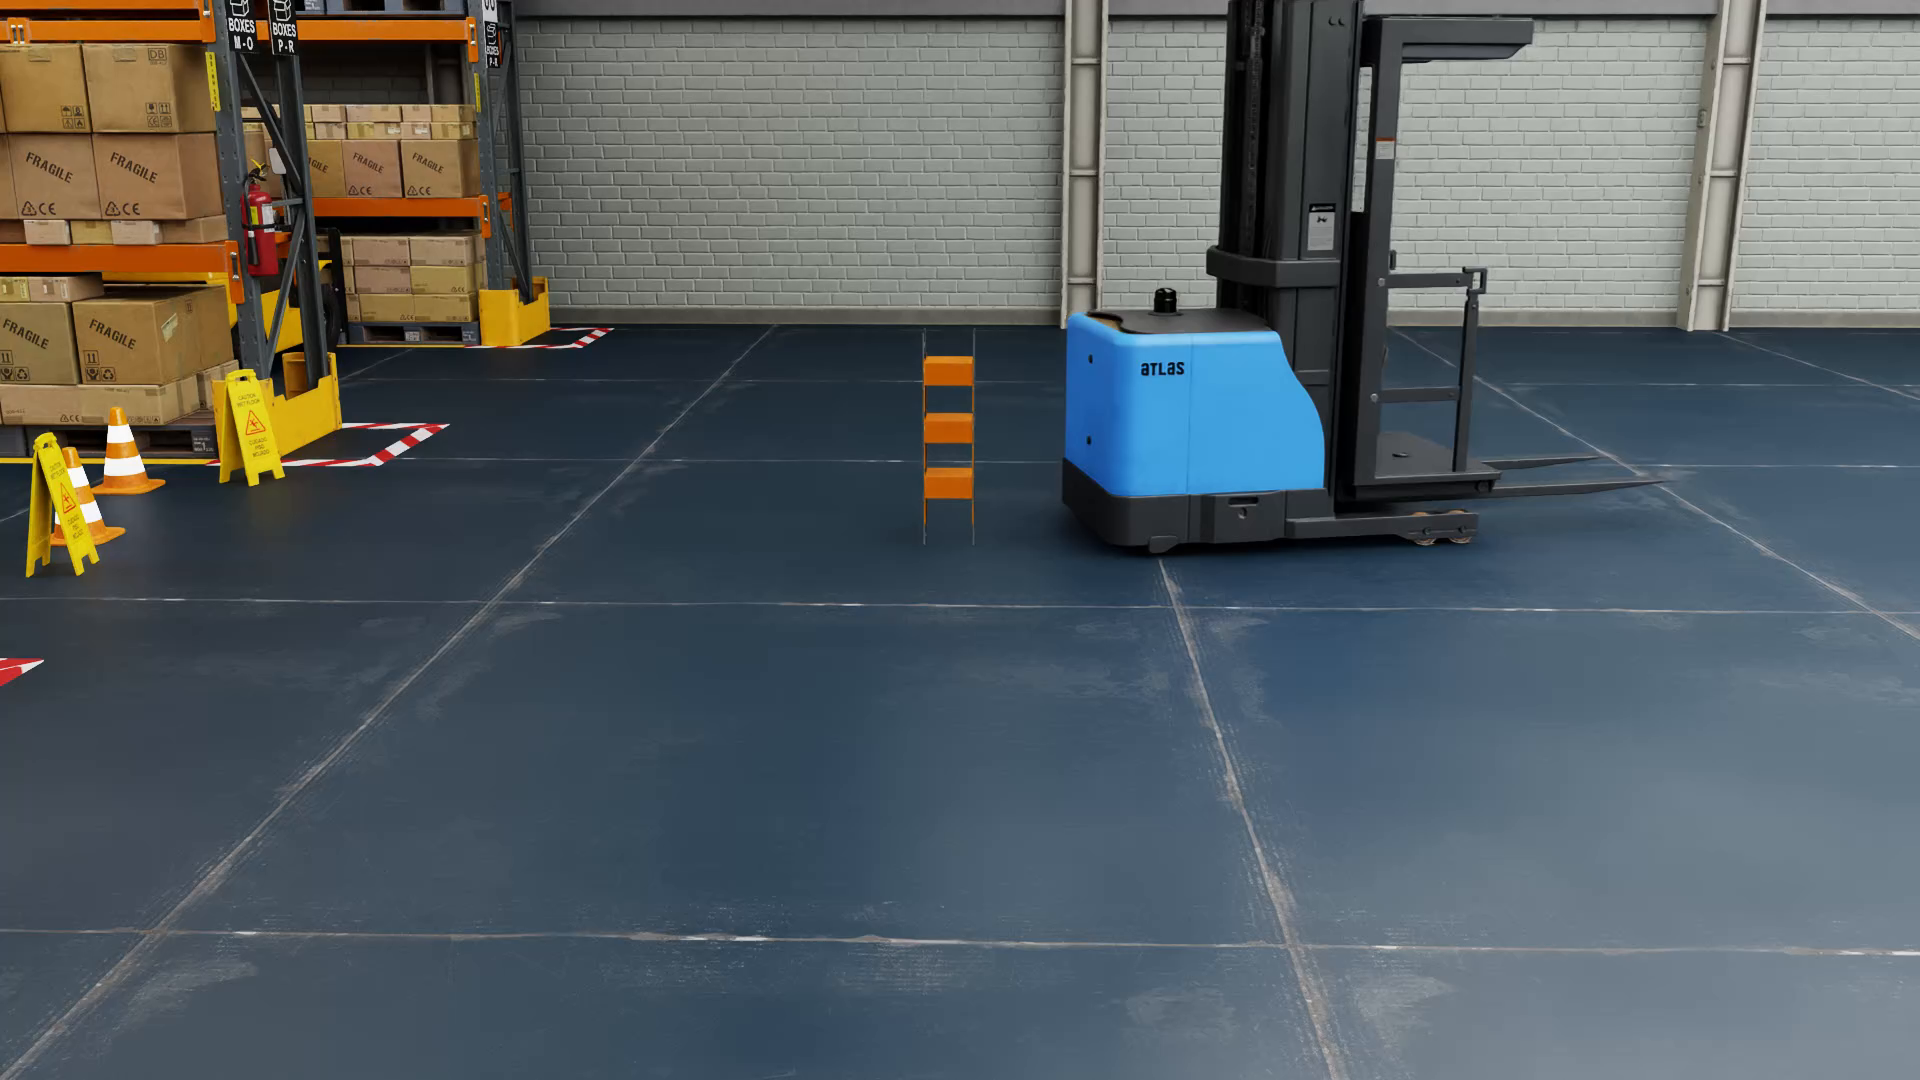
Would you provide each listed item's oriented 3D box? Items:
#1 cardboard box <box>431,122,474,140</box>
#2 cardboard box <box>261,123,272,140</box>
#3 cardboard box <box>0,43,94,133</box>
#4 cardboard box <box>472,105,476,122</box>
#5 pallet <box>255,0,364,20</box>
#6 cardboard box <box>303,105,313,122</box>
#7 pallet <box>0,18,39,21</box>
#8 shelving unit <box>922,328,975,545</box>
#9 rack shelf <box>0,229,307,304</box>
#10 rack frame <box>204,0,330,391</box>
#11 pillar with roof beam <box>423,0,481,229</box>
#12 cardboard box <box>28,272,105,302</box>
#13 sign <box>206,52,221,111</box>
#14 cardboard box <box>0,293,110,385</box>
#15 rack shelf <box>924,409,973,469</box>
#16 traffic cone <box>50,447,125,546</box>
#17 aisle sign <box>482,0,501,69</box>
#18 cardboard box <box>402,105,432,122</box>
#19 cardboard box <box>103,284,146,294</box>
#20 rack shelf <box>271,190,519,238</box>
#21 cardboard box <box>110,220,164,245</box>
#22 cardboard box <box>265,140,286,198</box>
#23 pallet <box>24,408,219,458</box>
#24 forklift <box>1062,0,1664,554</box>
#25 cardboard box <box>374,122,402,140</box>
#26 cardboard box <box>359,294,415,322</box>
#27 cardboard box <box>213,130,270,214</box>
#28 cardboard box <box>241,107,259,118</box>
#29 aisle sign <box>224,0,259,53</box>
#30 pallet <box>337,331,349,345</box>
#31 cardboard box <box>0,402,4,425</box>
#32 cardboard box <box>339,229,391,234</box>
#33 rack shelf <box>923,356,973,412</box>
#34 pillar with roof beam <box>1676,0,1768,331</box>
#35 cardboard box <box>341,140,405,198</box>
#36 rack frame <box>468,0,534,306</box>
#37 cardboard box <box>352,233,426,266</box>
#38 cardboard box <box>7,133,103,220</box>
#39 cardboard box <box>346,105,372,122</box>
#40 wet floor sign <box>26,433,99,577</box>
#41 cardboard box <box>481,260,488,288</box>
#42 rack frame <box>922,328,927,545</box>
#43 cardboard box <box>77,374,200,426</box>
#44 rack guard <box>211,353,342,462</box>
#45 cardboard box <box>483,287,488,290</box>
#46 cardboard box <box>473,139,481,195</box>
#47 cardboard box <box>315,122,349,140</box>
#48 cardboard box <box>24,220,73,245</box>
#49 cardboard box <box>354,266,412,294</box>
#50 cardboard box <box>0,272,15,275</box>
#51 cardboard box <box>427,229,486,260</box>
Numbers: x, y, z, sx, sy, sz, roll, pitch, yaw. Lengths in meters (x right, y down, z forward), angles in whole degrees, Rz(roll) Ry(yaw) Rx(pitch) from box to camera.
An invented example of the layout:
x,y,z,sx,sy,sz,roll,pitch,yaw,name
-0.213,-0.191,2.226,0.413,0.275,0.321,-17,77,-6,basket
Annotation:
x,y,z,sx,sy,sz,roll,pitch,yaw,name
-4.504,-3.631,14.754,0.250,0.149,0.380,1,15,2,cardboard box
-6.034,-3.658,14.855,0.250,0.149,0.380,0,15,1,cardboard box
-5.295,-2.701,9.957,0.500,0.500,0.700,1,15,2,cardboard box
-4.480,-3.900,15.193,0.250,0.149,0.380,0,15,0,cardboard box
-6.079,-4.764,14.810,1.213,0.211,1.003,0,15,1,pallet
-5.792,-3.775,14.718,0.250,0.149,0.380,1,15,3,cardboard box
-9.031,-4.724,14.862,1.217,0.209,0.805,0,15,-1,pallet
-0.053,-0.508,8.207,0.252,1.050,0.215,0,15,1,shelving unit
-6.273,-1.737,10.455,4.000,0.370,1.077,0,15,1,rack shelf
-4.273,-2.072,10.314,0.127,3.000,1.000,0,15,1,rack frame
-4.933,-5.375,11.074,0.400,9.000,9.100,0,15,1,pillar with roof beam
-5.449,-1.546,10.145,0.250,0.149,0.380,1,15,3,cardboard box
-4.307,-2.643,9.590,0.005,0.325,0.100,0,15,1,sign
-5.603,-1.250,10.293,0.500,0.500,0.500,1,15,4,cardboard box
-0.053,-0.498,8.210,0.240,0.259,0.215,0,15,1,rack shelf
-4.424,-0.234,8.320,0.334,0.463,0.336,0,15,1,traffic cone
-4.092,-4.520,14.495,0.004,0.787,0.394,0,15,1,aisle sign
-4.761,-3.786,14.760,0.250,0.149,0.380,0,15,2,cardboard box
-5.619,-1.386,10.811,0.500,0.500,0.500,0,15,-1,cardboard box
-6.149,-3.003,15.253,4.000,0.370,1.077,0,15,1,rack shelf
-4.909,-1.872,10.047,0.250,0.149,0.380,0,15,1,cardboard box
-6.182,-3.332,14.893,0.500,0.500,0.500,0,15,2,cardboard box
-5.160,-0.739,10.726,1.213,0.211,1.003,0,15,1,pallet
2.110,-1.518,8.350,3.031,2.935,1.130,-3,15,-11,forklift
-5.018,-3.642,14.797,0.250,0.149,0.380,1,15,2,cardboard box
-5.125,-2.140,15.137,0.500,0.250,0.500,0,15,1,cardboard box
-4.740,-2.338,10.543,0.500,0.500,0.500,0,15,1,cardboard box
-6.298,-3.807,14.838,0.250,0.149,0.380,0,15,2,cardboard box
-4.219,-3.255,9.700,0.004,0.787,0.394,0,15,1,aisle sign
-6.132,-1.993,15.479,1.213,0.211,1.003,0,15,1,pallet
-6.129,-0.890,10.399,0.500,0.250,0.500,0,15,-1,cardboard box
-5.625,-2.755,15.508,0.500,0.250,0.500,0,15,1,cardboard box
-0.053,-0.772,8.138,0.240,0.259,0.215,0,15,1,rack shelf
7.063,-5.297,10.777,0.400,9.000,9.100,0,15,1,pillar with roof beam
-5.167,-3.328,14.879,0.500,0.500,0.500,1,15,3,cardboard box
-4.150,-3.338,15.112,0.127,3.000,1.000,0,15,1,rack frame
-5.129,-2.620,14.998,0.500,0.250,0.500,1,15,2,cardboard box
-5.323,-2.202,10.027,0.500,0.500,0.500,0,15,2,cardboard box
-5.270,-3.801,14.818,0.250,0.149,0.380,0,15,2,cardboard box
-4.219,-0.175,7.740,0.232,0.644,0.267,-2,15,-8,wet floor sign
-4.615,-2.509,15.558,0.500,0.250,0.500,1,15,2,cardboard box
-0.175,-0.509,8.210,0.008,1.050,0.200,0,15,1,rack frame
-5.112,-0.882,10.372,0.500,0.250,0.500,0,15,1,cardboard box
-4.349,-0.864,10.635,0.348,0.500,1.175,0,15,1,rack guard
-4.636,-2.265,15.610,0.500,0.250,0.500,0,15,2,cardboard box
-4.638,-3.460,15.380,0.500,0.500,0.500,1,15,3,cardboard box
-5.534,-3.636,14.775,0.250,0.149,0.380,0,15,0,cardboard box
-5.422,-1.873,10.052,0.250,0.149,0.380,1,15,2,cardboard box
-5.146,-2.383,15.078,0.500,0.250,0.500,0,15,1,cardboard box
-5.964,-1.550,10.162,0.250,0.149,0.380,1,15,4,cardboard box
-4.626,-2.746,15.476,0.500,0.250,0.500,0,15,1,cardboard box
